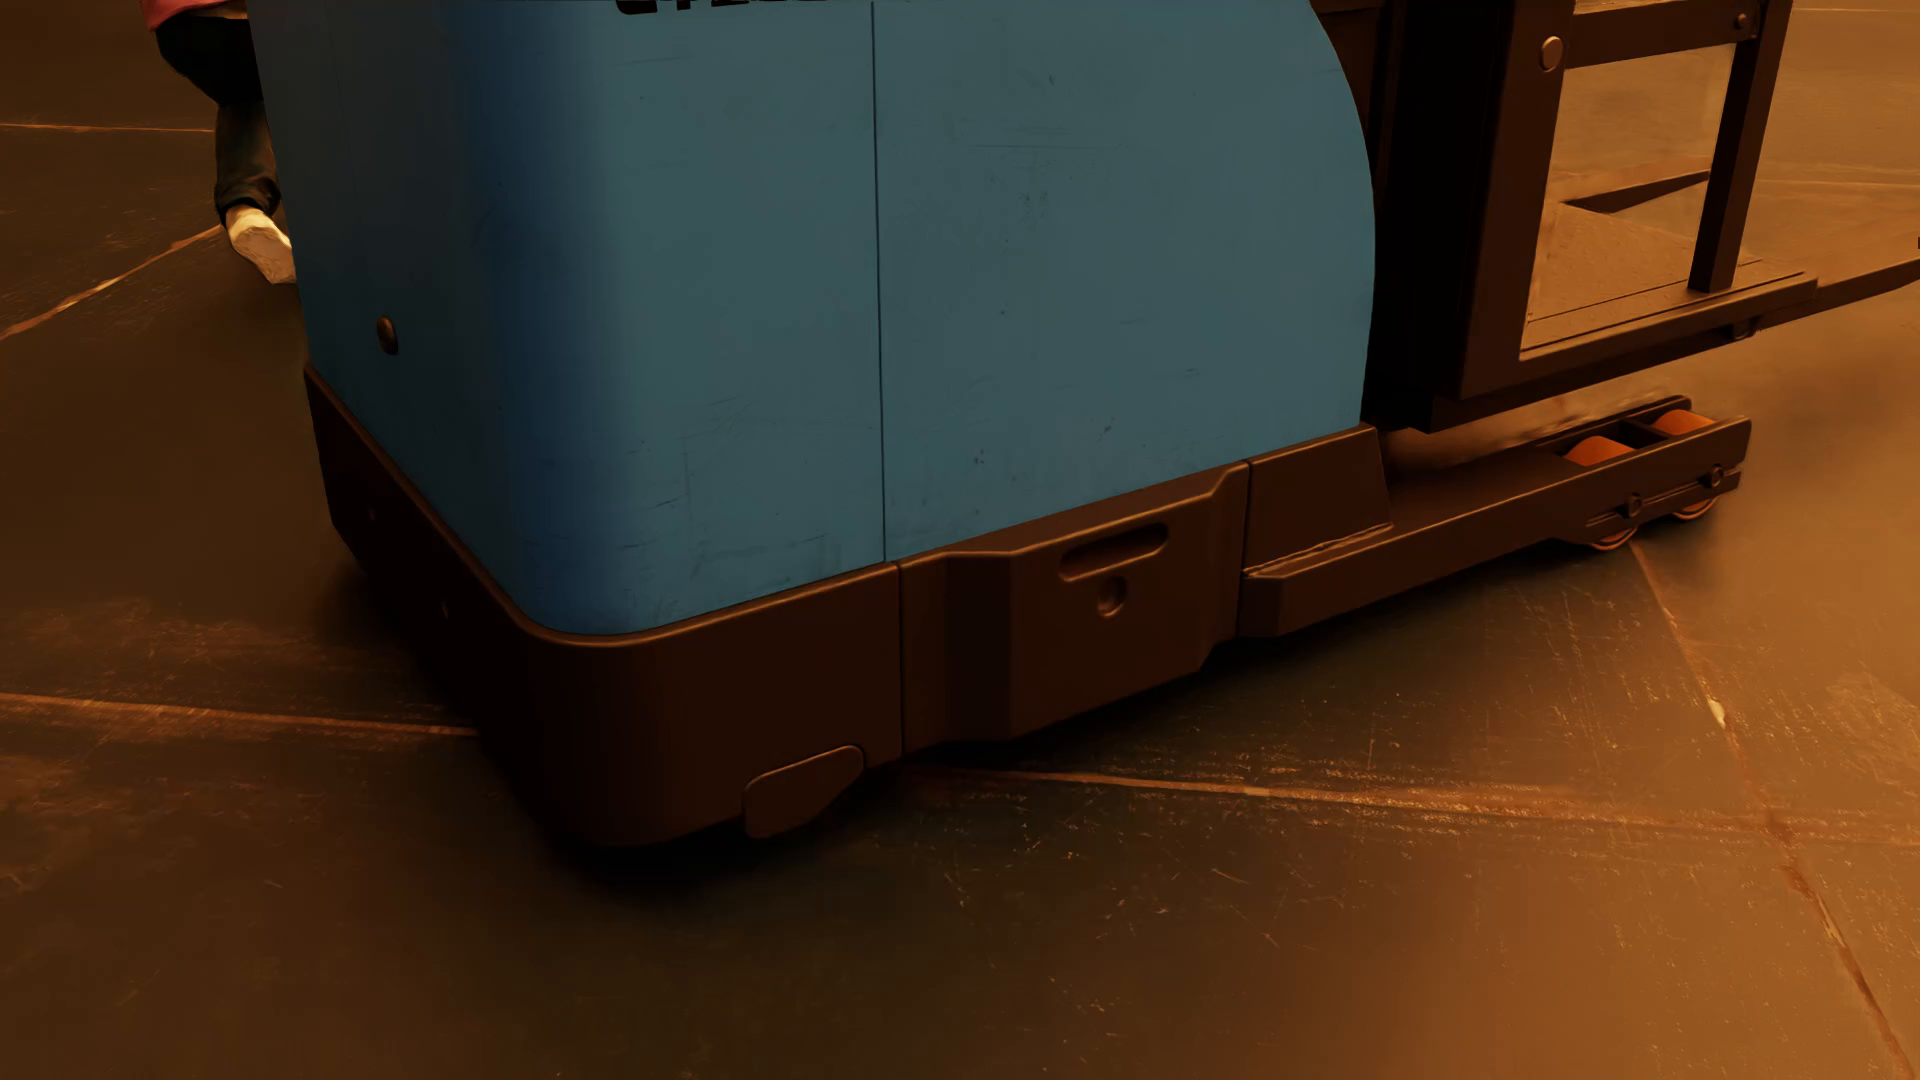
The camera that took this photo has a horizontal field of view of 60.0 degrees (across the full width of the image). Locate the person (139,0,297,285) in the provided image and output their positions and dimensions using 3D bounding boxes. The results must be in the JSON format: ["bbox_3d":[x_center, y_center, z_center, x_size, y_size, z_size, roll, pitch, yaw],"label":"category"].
[{"bbox_3d":[-1.384,-1.222,3.477,0.652,1.330,0.922,-1,27,-2],"label":"person"}]

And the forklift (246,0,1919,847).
[{"bbox_3d":[0.604,-1.477,2.177,3.031,2.935,1.130,-16,31,-29],"label":"forklift"}]
